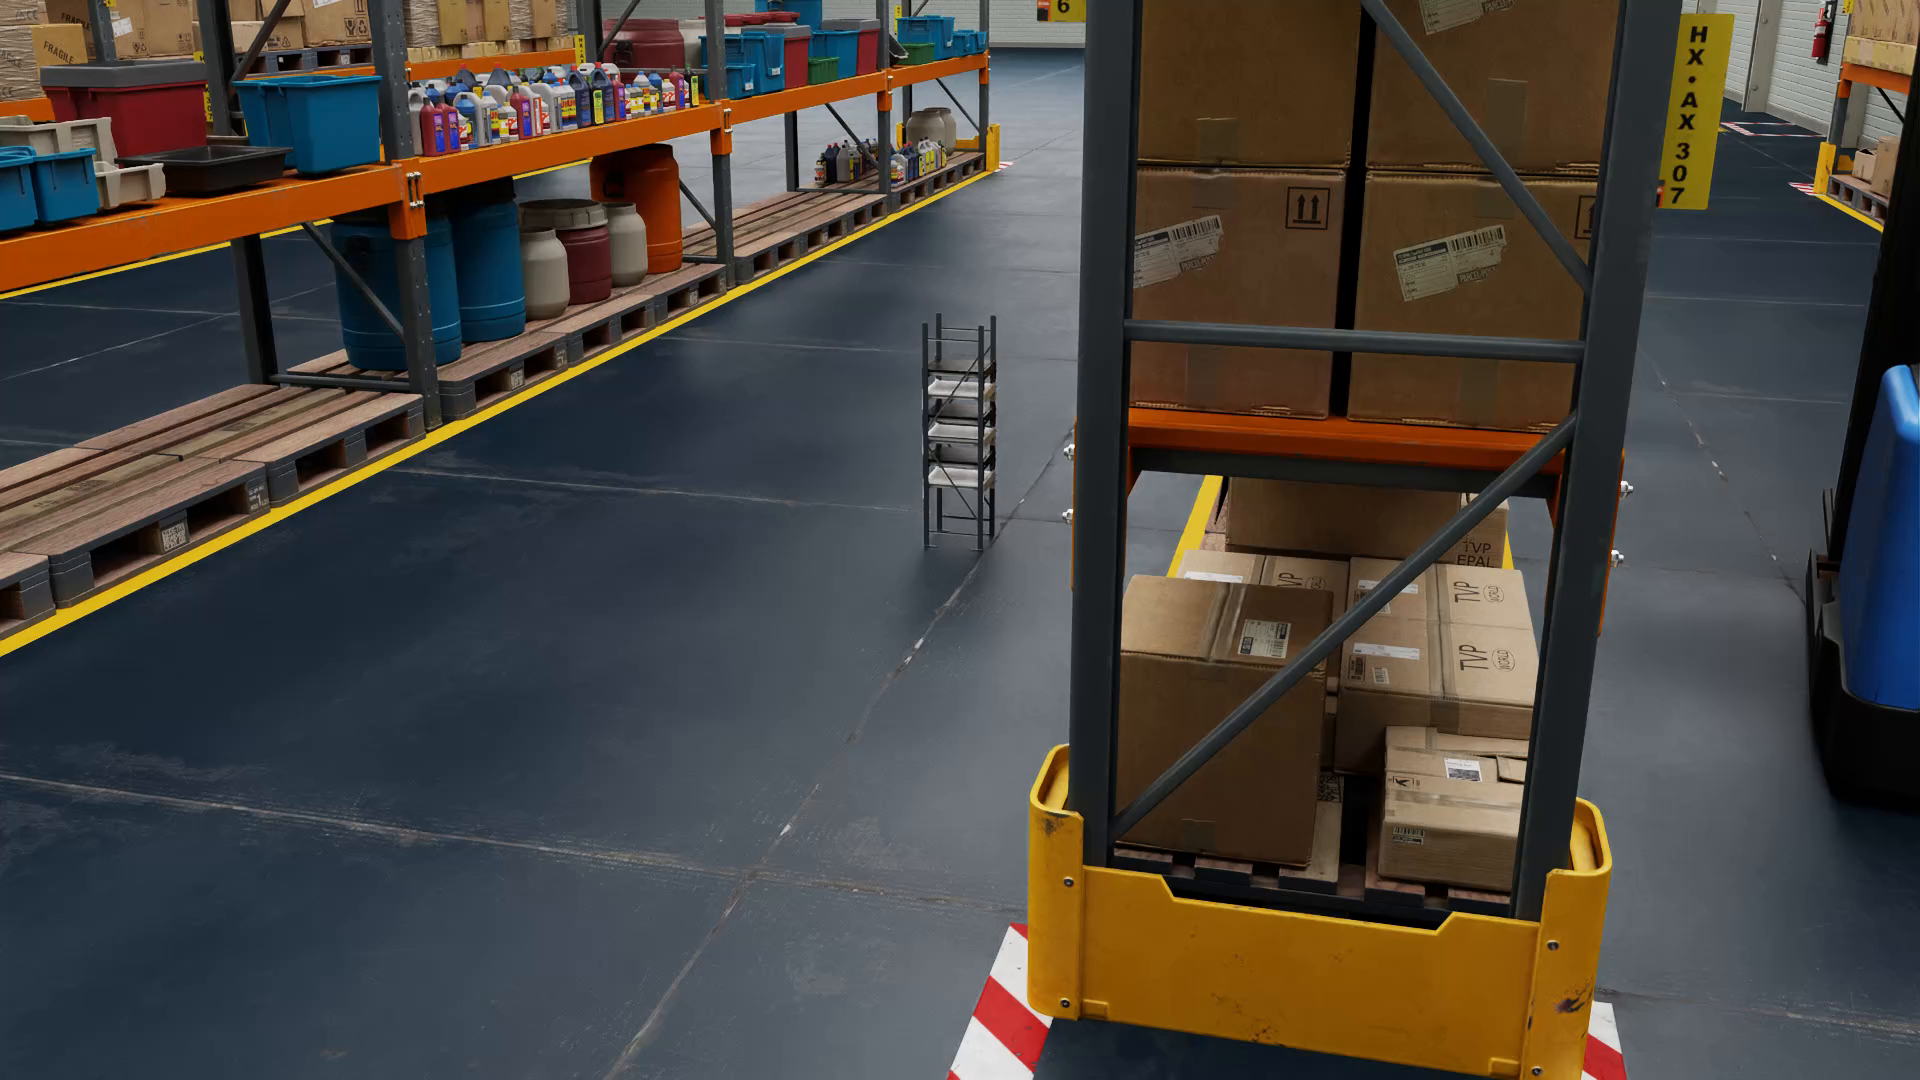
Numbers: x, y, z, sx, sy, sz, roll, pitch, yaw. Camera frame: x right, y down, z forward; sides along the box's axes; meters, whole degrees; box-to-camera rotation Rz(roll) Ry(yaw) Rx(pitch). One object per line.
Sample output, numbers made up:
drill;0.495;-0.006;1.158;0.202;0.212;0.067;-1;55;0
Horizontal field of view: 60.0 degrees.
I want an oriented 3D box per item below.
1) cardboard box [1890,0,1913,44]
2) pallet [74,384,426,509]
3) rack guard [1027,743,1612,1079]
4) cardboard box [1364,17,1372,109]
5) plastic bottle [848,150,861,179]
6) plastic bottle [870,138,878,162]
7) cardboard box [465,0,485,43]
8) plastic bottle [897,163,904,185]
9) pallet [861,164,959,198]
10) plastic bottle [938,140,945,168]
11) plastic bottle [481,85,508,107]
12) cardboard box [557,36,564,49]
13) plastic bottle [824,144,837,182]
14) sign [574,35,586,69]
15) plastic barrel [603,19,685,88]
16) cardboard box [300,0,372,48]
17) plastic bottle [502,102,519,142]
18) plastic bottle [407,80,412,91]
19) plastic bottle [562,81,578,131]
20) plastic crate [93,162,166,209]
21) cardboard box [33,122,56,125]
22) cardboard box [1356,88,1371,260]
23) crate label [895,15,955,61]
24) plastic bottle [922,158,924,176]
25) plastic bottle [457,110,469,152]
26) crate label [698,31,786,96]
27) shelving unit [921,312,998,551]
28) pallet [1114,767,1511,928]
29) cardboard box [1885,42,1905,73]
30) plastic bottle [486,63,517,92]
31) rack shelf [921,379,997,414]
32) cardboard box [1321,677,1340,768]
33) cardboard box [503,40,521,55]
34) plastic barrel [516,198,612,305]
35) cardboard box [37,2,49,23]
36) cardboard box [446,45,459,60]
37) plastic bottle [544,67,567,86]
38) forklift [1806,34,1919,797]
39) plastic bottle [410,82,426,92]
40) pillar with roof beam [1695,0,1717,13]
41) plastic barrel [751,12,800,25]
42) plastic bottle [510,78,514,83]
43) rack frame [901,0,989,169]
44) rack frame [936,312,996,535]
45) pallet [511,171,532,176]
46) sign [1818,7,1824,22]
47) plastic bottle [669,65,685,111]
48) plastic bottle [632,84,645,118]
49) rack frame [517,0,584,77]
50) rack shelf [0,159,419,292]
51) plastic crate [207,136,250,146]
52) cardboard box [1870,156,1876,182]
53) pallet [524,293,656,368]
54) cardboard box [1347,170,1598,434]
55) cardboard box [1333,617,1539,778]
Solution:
cardboard box;8.654;-4.680;14.791;0.500;0.500;0.500;5;20;15
pallet;-3.242;-0.459;7.706;1.003;0.211;1.213;5;19;13
rack guard;0.744;0.793;3.593;1.175;0.500;0.348;5;19;13
cardboard box;0.812;-1.369;4.354;0.500;0.500;0.500;5;20;15
plastic bottle;-1.070;-3.720;16.471;0.152;0.276;0.135;5;19;13
plastic bottle;-0.913;-4.147;17.729;0.097;0.271;0.097;0;19;0
cardboard box;-5.597;-5.554;17.692;0.875;0.500;0.500;5;19;13
plastic bottle;-0.592;-3.533;16.039;0.097;0.201;0.097;0;19;0
pallet;-0.644;-3.791;17.460;1.003;0.211;1.213;5;19;13
plastic bottle;-0.202;-4.048;17.420;0.061;0.283;0.133;5;20;15
plastic bottle;-2.538;-2.371;9.180;0.152;0.276;0.135;5;19;13
cardboard box;-4.902;-5.862;19.598;0.380;0.149;0.250;5;19;13
plastic bottle;-1.267;-3.699;16.294;0.144;0.351;0.185;4;19;12
sign;-2.657;-3.385;11.704;0.100;0.325;0.005;5;19;13
plastic barrel;-2.303;-3.500;12.083;0.600;0.536;0.708;5;19;13
cardboard box;-6.278;-5.156;15.563;1.000;1.000;1.000;5;19;14
plastic bottle;-2.425;-2.243;8.922;0.097;0.201;0.097;0;19;0
plastic bottle;-3.007;-2.350;9.002;0.144;0.351;0.185;5;19;13
plastic bottle;-2.255;-2.494;9.548;0.097;0.271;0.097;0;19;0
plastic crate;-3.234;-1.346;6.304;0.293;0.136;0.466;5;19;13
cardboard box;-7.114;-2.636;12.402;1.225;0.875;0.875;4;19;11
cardboard box;1.068;-1.212;5.440;0.500;0.500;0.500;5;19;13
crate label;-0.355;-5.192;17.193;0.502;0.435;0.616;5;19;13
plastic bottle;-0.407;-3.770;16.733;0.097;0.201;0.097;0;19;0
plastic bottle;-2.553;-2.079;8.441;0.097;0.201;0.097;0;19;0
crate label;-1.617;-3.573;12.453;0.502;0.435;0.616;5;19;13
shelving unit;-0.002;-0.423;6.535;0.258;0.900;0.210;5;19;13
pallet;0.938;0.680;4.372;1.003;0.211;1.213;5;19;13
cardboard box;8.643;-4.320;14.897;0.500;0.250;0.500;5;19;14
plastic bottle;-2.743;-2.678;9.965;0.144;0.351;0.185;5;19;13
rack shelf;-0.002;-0.562;6.487;0.258;0.077;0.200;5;19;13
cardboard box;0.806;0.457;4.413;0.380;0.166;0.250;5;19;13
cardboard box;-5.105;-5.462;18.426;0.380;0.149;0.250;5;19;13
plastic barrel;-2.501;-1.815;10.442;0.600;0.588;0.708;5;19;13
cardboard box;-10.542;-5.696;18.492;0.875;0.550;0.550;5;19;13
cardboard box;-5.444;-5.073;17.287;0.380;0.149;0.250;5;19;13
plastic bottle;-2.654;-2.952;10.882;0.152;0.276;0.135;5;19;13
forklift;3.489;-1.031;5.172;1.130;2.935;3.031;9;21;24
plastic bottle;-3.071;-2.418;9.317;0.152;0.276;0.135;5;19;13
pillar with roof beam;10.330;-13.524;32.361;9.100;9.000;0.400;5;19;13
plastic barrel;-1.591;-4.302;14.431;0.433;0.535;0.433;0;19;0
plastic bottle;-2.822;-2.771;10.360;0.097;0.271;0.097;0;19;0
rack frame;-0.168;-5.774;18.950;1.000;3.000;0.127;5;19;13
rack frame;0.023;-0.455;6.628;0.240;0.900;0.006;5;19;13
pallet;-5.522;-4.188;18.623;1.003;0.211;1.213;5;19;13
sign;12.449;-7.538;24.060;0.001;0.329;0.234;5;19;13
plastic bottle;-1.864;-2.978;10.946;0.061;0.283;0.133;5;19;13
plastic bottle;-2.029;-2.752;10.411;0.097;0.201;0.097;0;19;0
rack frame;-4.971;-6.165;20.096;1.000;3.000;0.127;5;19;13
rack shelf;-3.588;-1.045;6.220;1.077;0.370;4.000;5;19;13
plastic crate;-3.352;-1.781;7.578;0.396;0.136;0.243;5;19;13
cardboard box;9.044;-3.539;15.886;0.500;0.311;0.500;6;20;18
pallet;-2.575;-1.315;10.211;1.003;0.211;1.213;5;19;13
cardboard box;1.090;-0.532;3.449;0.500;0.500;0.500;5;20;15
cardboard box;1.256;0.422;4.385;0.500;0.250;0.500;5;19;13
